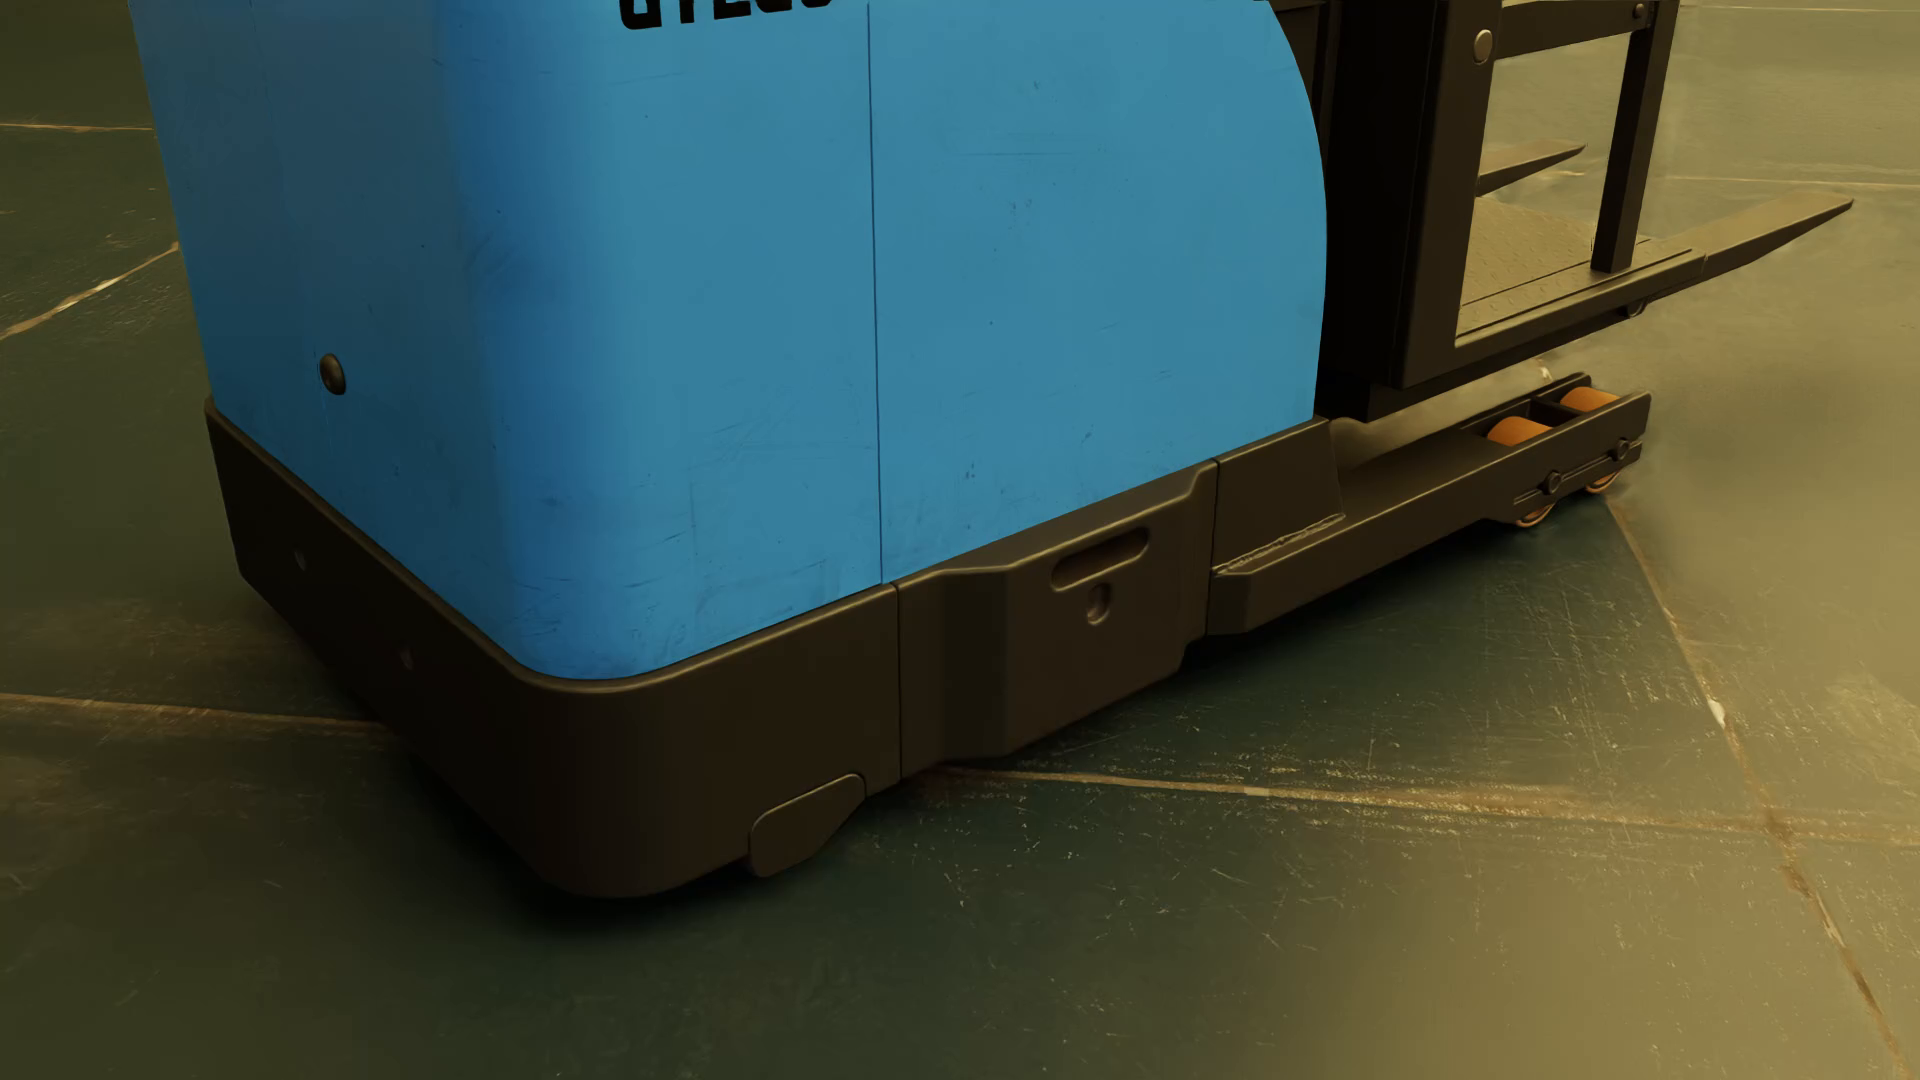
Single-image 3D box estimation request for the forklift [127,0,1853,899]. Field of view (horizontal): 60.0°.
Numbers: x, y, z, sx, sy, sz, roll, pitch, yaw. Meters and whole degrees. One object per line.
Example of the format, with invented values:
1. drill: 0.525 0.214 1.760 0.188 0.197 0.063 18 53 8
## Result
1. forklift: 0.462 -1.491 2.205 3.031 2.935 1.130 -21 33 -35
